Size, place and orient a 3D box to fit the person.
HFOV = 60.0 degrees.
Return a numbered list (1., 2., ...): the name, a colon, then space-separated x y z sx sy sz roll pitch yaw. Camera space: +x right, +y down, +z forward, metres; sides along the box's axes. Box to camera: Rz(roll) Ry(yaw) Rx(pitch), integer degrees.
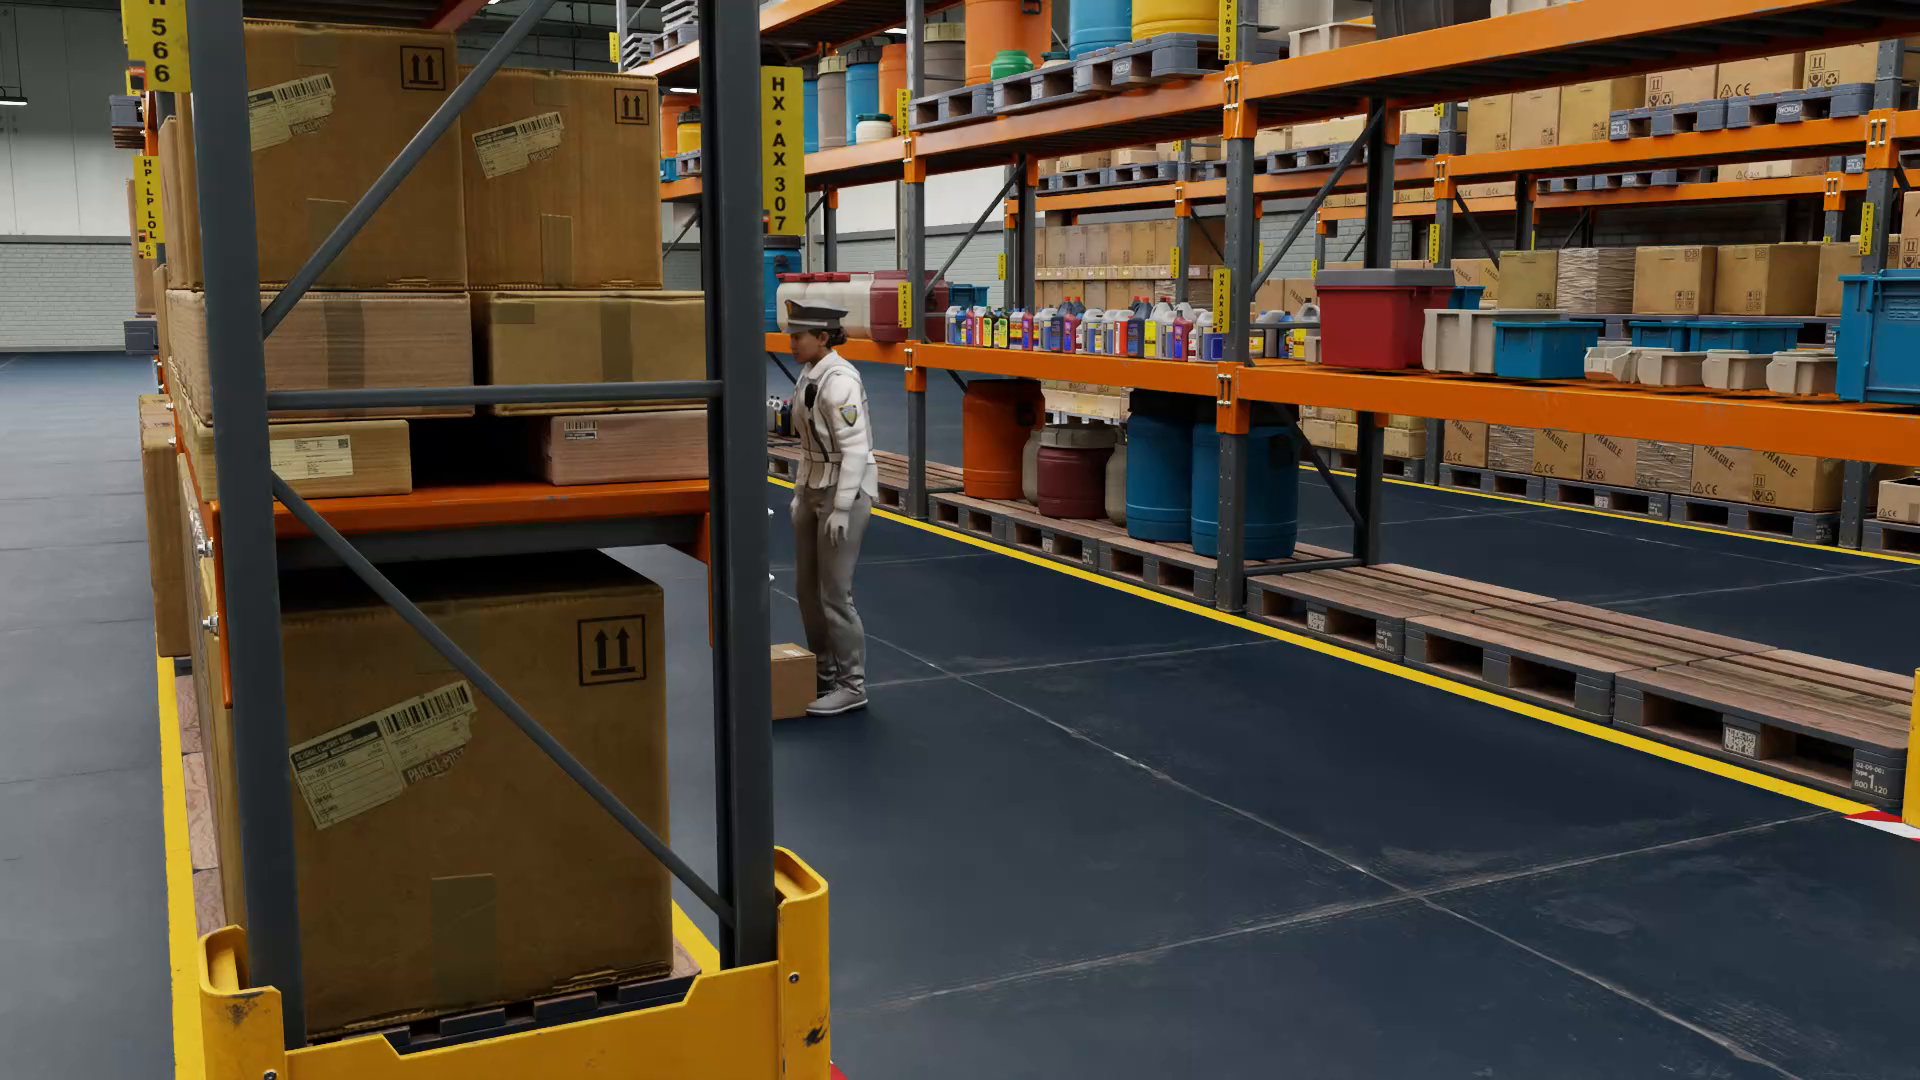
1. person: -0.536 -0.140 6.757 0.372 1.664 0.528 -4 10 -26
